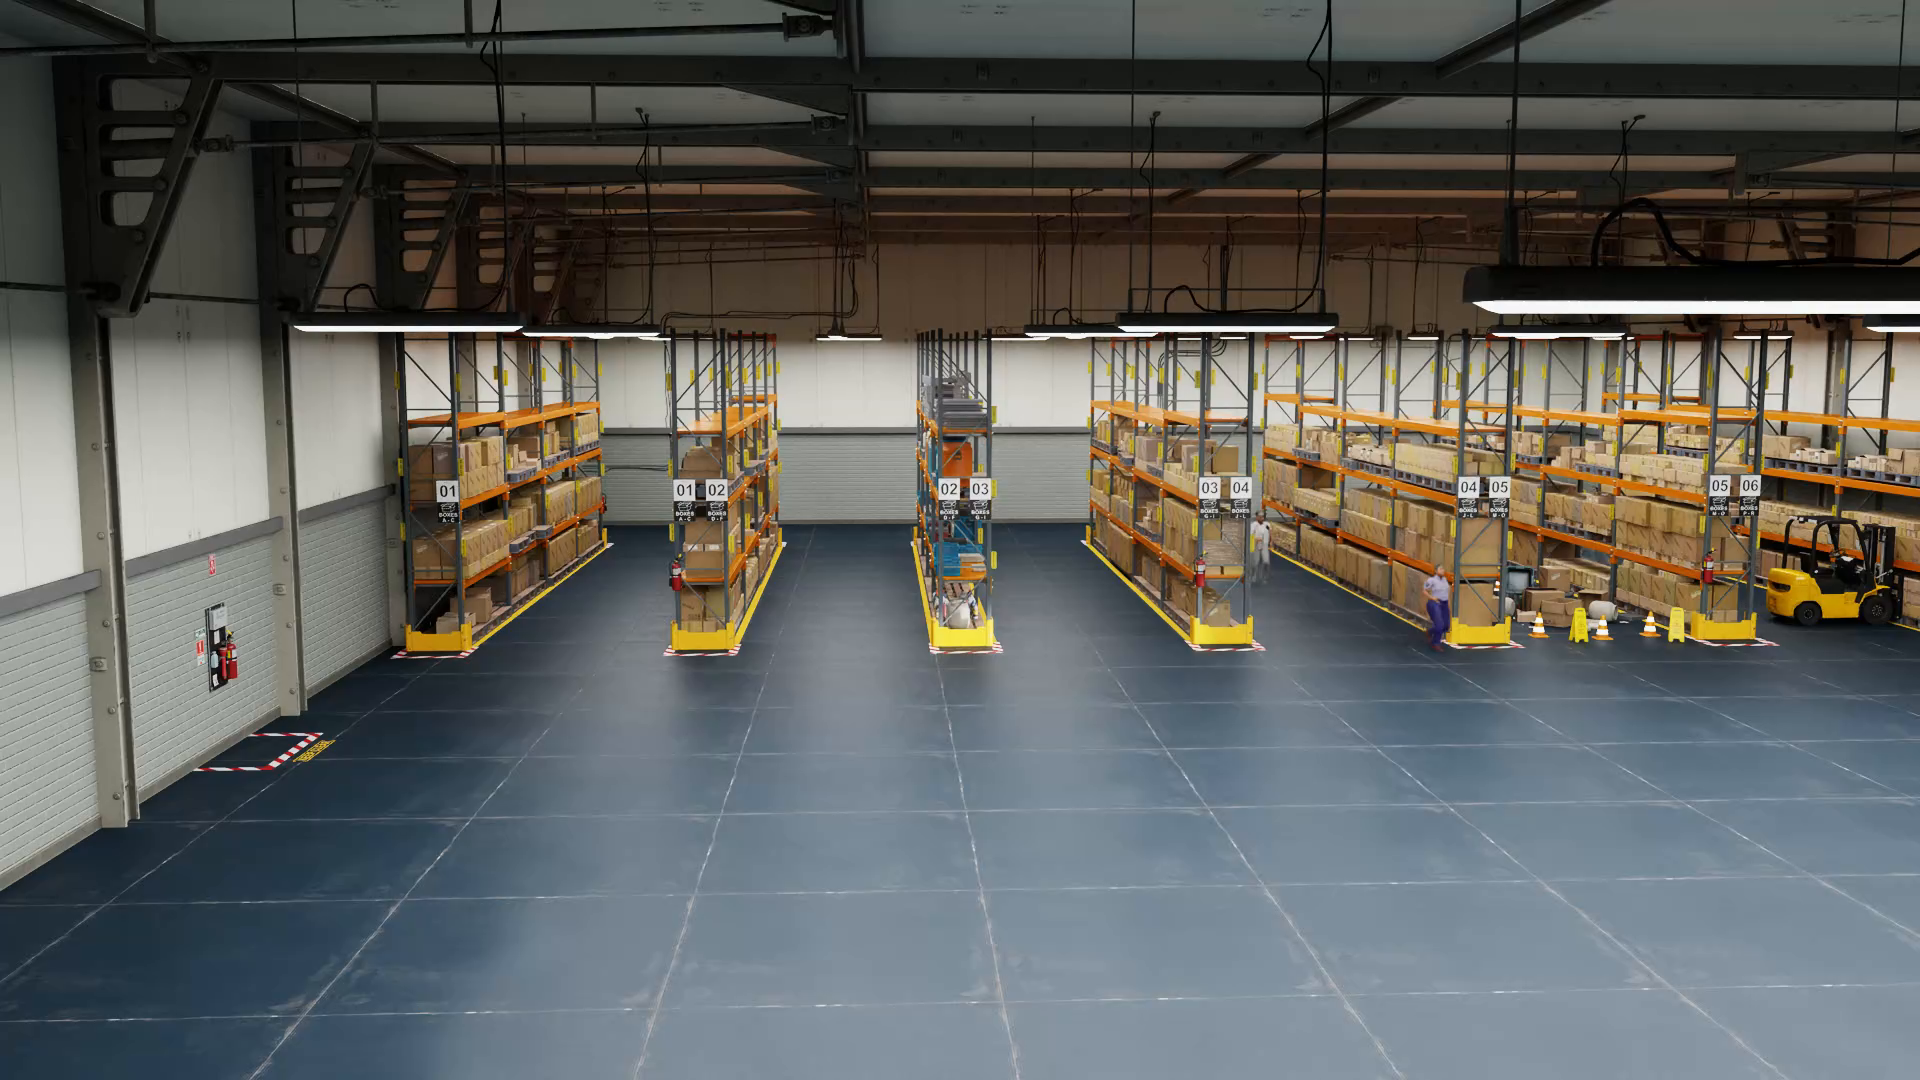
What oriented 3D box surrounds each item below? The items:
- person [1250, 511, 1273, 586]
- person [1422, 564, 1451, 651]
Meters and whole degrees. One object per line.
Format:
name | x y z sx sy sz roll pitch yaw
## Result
person | 7.153 0.211 39.570 0.680 1.852 0.752 -1 7 -6
person | 8.968 1.263 31.282 0.650 1.630 0.581 -3 7 -25
